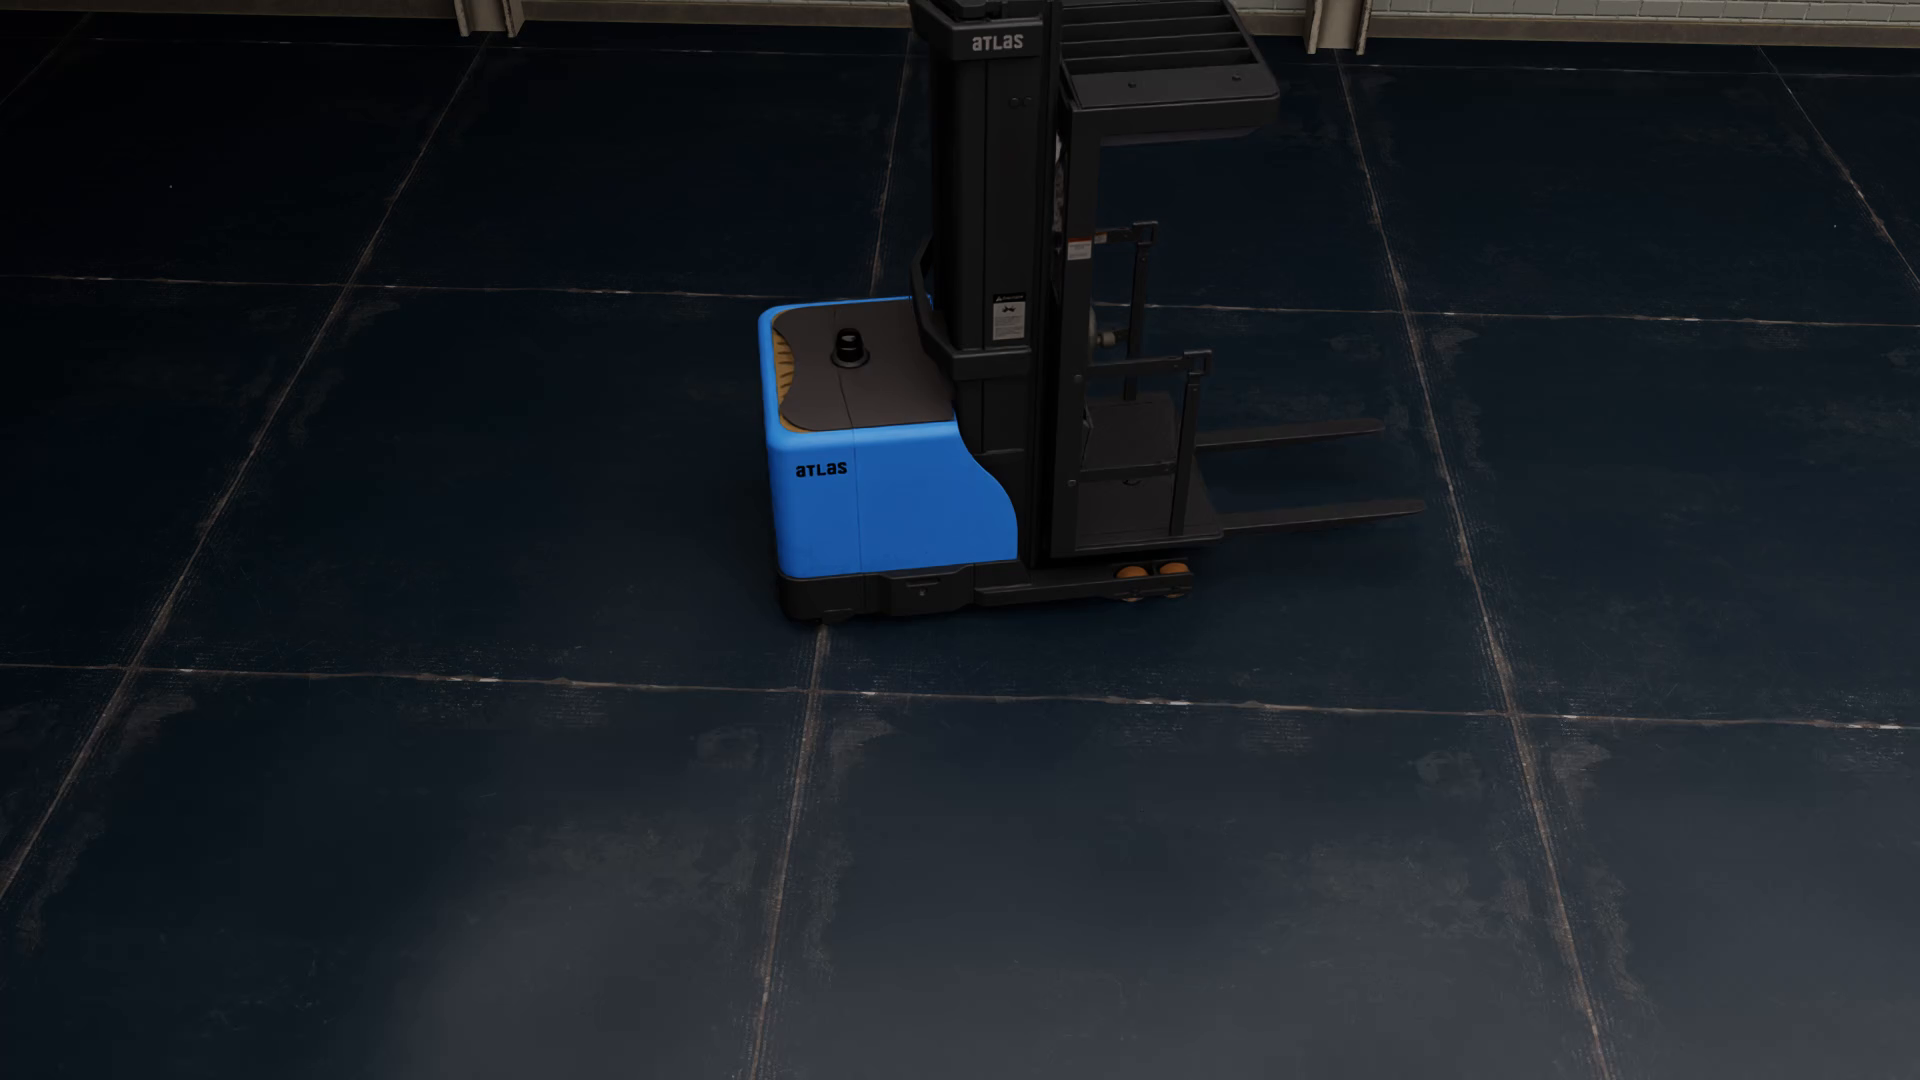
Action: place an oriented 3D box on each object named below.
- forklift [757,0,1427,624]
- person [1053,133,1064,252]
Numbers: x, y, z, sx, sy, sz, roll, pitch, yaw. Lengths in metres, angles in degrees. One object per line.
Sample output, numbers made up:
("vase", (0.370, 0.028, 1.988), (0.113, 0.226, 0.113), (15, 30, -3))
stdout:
("forklift", (0.633, -1.151, 7.003), (3.031, 2.935, 1.130), (-5, 43, -6))
("person", (0.415, -2.072, 8.842), (0.435, 1.736, 0.844), (7, 43, 8))
